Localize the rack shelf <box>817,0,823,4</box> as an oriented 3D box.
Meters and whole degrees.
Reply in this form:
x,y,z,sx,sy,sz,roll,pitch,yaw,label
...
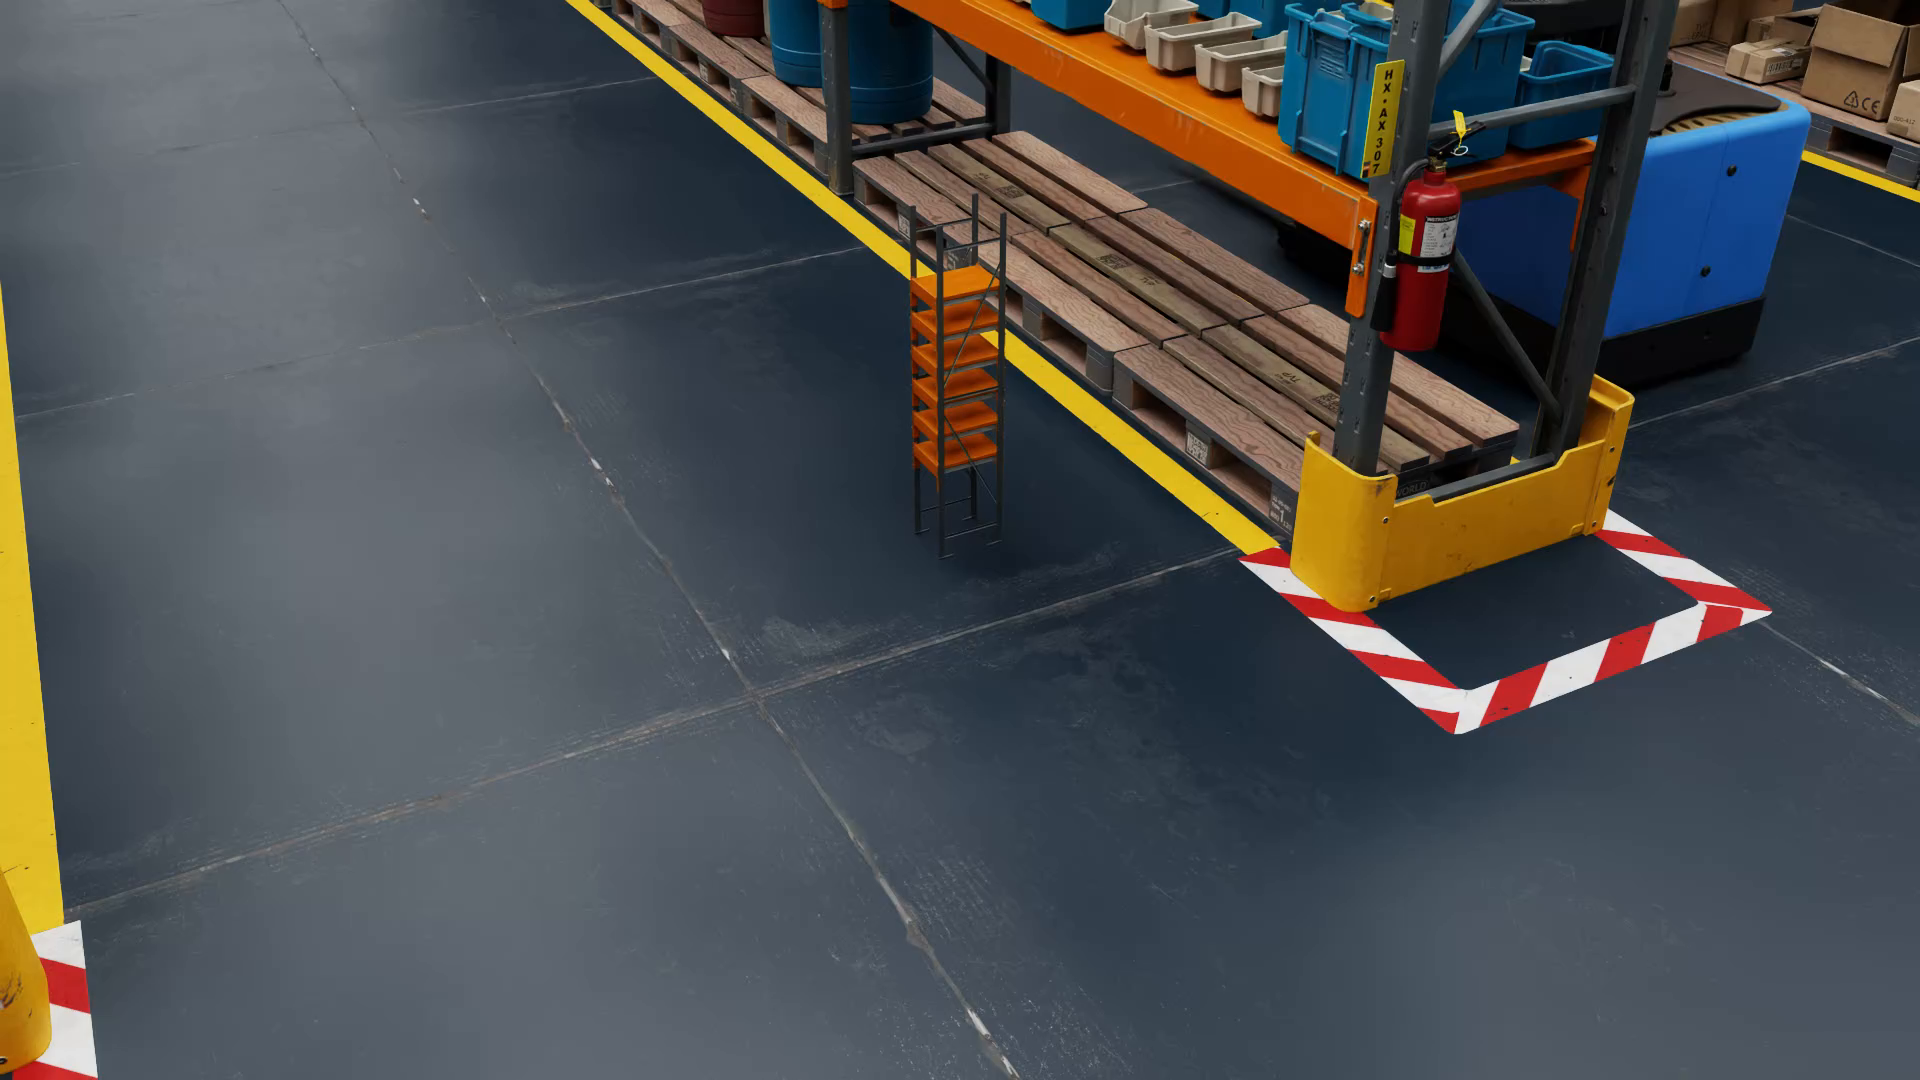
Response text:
x,y,z,sx,sy,sz,roll,pitch,yaw,label
-1.136,-3.812,9.587,1.077,0.370,4.000,-16,36,-23,rack shelf

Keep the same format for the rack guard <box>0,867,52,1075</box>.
x,y,z,sx,sy,sz,roll,pitch,yaw,label
-2.709,1.058,3.635,1.175,0.500,0.348,-16,36,-23,rack guard

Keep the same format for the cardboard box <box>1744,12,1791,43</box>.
x,y,z,sx,sy,sz,roll,pitch,yaw,label
4.924,-3.025,9.926,0.380,0.149,0.250,-16,36,-23,cardboard box

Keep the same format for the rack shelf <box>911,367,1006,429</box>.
x,y,z,sx,sy,sz,roll,pitch,yaw,label
-0.007,-0.475,5.461,0.258,0.103,0.180,-16,36,-23,rack shelf

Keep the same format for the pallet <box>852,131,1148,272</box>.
x,y,z,sx,sy,sz,roll,pitch,yaw,label
0.173,-1.645,8.123,1.003,0.211,1.213,-16,36,-23,pallet

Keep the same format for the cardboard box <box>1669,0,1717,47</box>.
x,y,z,sx,sy,sz,roll,pitch,yaw,label
4.184,-3.203,10.054,0.500,0.311,0.500,-16,36,-23,cardboard box

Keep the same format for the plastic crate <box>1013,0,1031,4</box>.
x,y,z,sx,sy,sz,roll,pitch,yaw,label
0.345,-2.361,6.709,0.437,0.282,0.530,-16,36,-23,plastic crate

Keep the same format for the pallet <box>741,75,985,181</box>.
x,y,z,sx,sy,sz,roll,pitch,yaw,label
-0.527,-2.365,9.246,1.003,0.211,1.213,-16,36,-23,pallet

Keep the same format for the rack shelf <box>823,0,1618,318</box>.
x,y,z,sx,sy,sz,roll,pitch,yaw,label
0.729,-1.903,6.607,1.077,0.370,4.000,-16,36,-23,rack shelf

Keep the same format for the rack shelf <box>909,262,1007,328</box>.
x,y,z,sx,sy,sz,roll,pitch,yaw,label
-0.007,-0.778,5.267,0.258,0.103,0.180,-16,36,-23,rack shelf

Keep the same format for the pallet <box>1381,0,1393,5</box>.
x,y,z,sx,sy,sz,roll,pitch,yaw,label
3.194,-4.192,12.098,1.003,0.211,1.213,-16,36,-23,pallet

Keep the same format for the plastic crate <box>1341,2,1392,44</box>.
x,y,z,sx,sy,sz,roll,pitch,yaw,label
1.530,-1.721,5.756,0.416,0.233,0.300,-16,36,-23,plastic crate

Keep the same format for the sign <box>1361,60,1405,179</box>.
x,y,z,sx,sy,sz,roll,pitch,yaw,label
1.182,-1.174,4.651,0.100,0.325,0.005,-16,36,-23,sign

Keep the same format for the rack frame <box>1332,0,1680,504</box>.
x,y,z,sx,sy,sz,roll,pitch,yaw,label
1.661,-1.252,4.923,1.000,3.000,0.127,-16,36,-23,rack frame

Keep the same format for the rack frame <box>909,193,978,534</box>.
x,y,z,sx,sy,sz,roll,pitch,yaw,label
-0.049,-0.556,5.505,0.240,1.200,0.006,-16,36,-23,rack frame

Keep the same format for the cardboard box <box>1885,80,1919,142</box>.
x,y,z,sx,sy,sz,roll,pitch,yaw,label
5.157,-2.182,8.516,0.500,0.250,0.500,-16,36,-23,cardboard box

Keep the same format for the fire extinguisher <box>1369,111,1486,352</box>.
x,y,z,sx,sy,sz,roll,pitch,yaw,label
1.329,-0.876,4.754,0.296,0.674,0.183,-16,36,-23,fire extinguisher

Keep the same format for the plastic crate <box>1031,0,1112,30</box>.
x,y,z,sx,sy,sz,roll,pitch,yaw,label
0.477,-2.122,6.381,0.416,0.233,0.300,-16,36,-23,plastic crate

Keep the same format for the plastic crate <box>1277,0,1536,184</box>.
x,y,z,sx,sy,sz,roll,pitch,yaw,label
1.340,-1.405,5.074,0.616,0.435,0.499,-16,36,-23,plastic crate

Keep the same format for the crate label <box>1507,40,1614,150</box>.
x,y,z,sx,sy,sz,roll,pitch,yaw,label
1.837,-1.407,5.265,0.416,0.233,0.303,-16,36,-23,crate label

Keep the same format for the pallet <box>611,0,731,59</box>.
x,y,z,sx,sy,sz,roll,pitch,yaw,label
-1.664,-3.530,11.064,1.003,0.211,1.213,-16,36,-23,pallet

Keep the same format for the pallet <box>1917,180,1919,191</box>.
x,y,z,sx,sy,sz,roll,pitch,yaw,label
5.637,-1.738,8.267,1.003,0.211,1.213,-16,36,-23,pallet

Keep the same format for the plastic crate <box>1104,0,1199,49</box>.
x,y,z,sx,sy,sz,roll,pitch,yaw,label
0.692,-1.915,6.147,0.298,0.136,0.250,-16,36,-23,plastic crate

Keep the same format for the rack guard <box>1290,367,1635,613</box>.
x,y,z,sx,sy,sz,roll,pitch,yaw,label
1.684,-0.191,5.585,1.175,0.500,0.348,-16,36,-23,rack guard

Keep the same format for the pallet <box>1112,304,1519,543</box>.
x,y,z,sx,sy,sz,roll,pitch,yaw,label
1.311,-0.481,6.305,1.003,0.211,1.213,-16,36,-23,pallet

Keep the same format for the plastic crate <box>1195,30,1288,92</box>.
x,y,z,sx,sy,sz,roll,pitch,yaw,label
0.998,-1.652,5.736,0.396,0.136,0.243,-16,36,-23,plastic crate

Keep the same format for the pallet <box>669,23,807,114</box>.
x,y,z,sx,sy,sz,roll,pitch,yaw,label
-1.100,-2.948,10.156,1.003,0.211,1.213,-16,36,-23,pallet

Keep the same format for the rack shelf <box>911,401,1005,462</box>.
x,y,z,sx,sy,sz,roll,pitch,yaw,label
-0.007,-0.374,5.526,0.258,0.103,0.180,-16,36,-23,rack shelf

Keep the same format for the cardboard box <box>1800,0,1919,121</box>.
x,y,z,sx,sy,sz,roll,pitch,yaw,label
5.060,-2.644,9.002,0.797,0.503,0.637,-16,36,-23,cardboard box

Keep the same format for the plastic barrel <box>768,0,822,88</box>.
x,y,z,sx,sy,sz,roll,pitch,yaw,label
-0.773,-3.056,9.295,0.600,0.901,0.708,-16,36,-23,plastic barrel

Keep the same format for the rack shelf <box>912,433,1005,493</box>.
x,y,z,sx,sy,sz,roll,pitch,yaw,label
-0.007,-0.273,5.591,0.258,0.103,0.180,-16,36,-23,rack shelf

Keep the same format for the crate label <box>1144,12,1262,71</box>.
x,y,z,sx,sy,sz,roll,pitch,yaw,label
0.847,-1.778,5.934,0.396,0.136,0.243,-16,36,-23,crate label

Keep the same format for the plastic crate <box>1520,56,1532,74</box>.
x,y,z,sx,sy,sz,roll,pitch,yaw,label
1.761,-1.541,5.563,0.250,0.136,0.298,-16,36,-23,plastic crate

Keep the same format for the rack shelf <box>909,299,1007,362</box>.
x,y,z,sx,sy,sz,roll,pitch,yaw,label
-0.007,-0.677,5.332,0.258,0.103,0.180,-16,36,-23,rack shelf

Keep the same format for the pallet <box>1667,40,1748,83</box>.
x,y,z,sx,sy,sz,roll,pitch,yaw,label
4.499,-2.903,10.085,1.003,0.211,1.213,-16,36,-23,pallet

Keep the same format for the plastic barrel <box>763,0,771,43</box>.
x,y,z,sx,sy,sz,roll,pitch,yaw,label
-0.957,-3.184,9.856,0.421,0.512,0.421,0,33,0,plastic barrel

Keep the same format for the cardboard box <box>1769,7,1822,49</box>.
x,y,z,sx,sy,sz,roll,pitch,yaw,label
5.046,-2.899,9.580,0.500,0.311,0.500,-16,36,-23,cardboard box

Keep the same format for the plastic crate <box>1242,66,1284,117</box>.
x,y,z,sx,sy,sz,roll,pitch,yaw,label
1.121,-1.510,5.515,0.396,0.136,0.243,-16,36,-23,plastic crate

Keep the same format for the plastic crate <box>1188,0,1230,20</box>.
x,y,z,sx,sy,sz,roll,pitch,yaw,label
1.083,-2.179,6.470,0.416,0.233,0.300,-16,36,-23,plastic crate

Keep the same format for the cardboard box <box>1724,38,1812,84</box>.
x,y,z,sx,sy,sz,roll,pitch,yaw,label
4.596,-2.732,9.452,0.380,0.166,0.250,-16,36,-23,cardboard box

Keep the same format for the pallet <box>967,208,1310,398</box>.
x,y,z,sx,sy,sz,roll,pitch,yaw,label
0.746,-1.062,7.213,1.003,0.211,1.213,-16,36,-23,pallet

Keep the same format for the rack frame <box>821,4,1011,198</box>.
x,y,z,sx,sy,sz,roll,pitch,yaw,label
-0.204,-3.161,7.903,1.000,3.000,0.127,-16,36,-23,rack frame

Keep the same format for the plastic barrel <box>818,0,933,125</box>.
x,y,z,sx,sy,sz,roll,pitch,yaw,label
-0.442,-2.718,8.768,0.600,0.901,0.708,-16,36,-23,plastic barrel

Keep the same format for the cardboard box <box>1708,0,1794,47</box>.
x,y,z,sx,sy,sz,roll,pitch,yaw,label
4.696,-3.337,10.087,0.500,0.500,0.500,-16,36,-23,cardboard box

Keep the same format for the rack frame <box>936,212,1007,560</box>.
x,y,z,sx,sy,sz,roll,pitch,yaw,label
0.036,-0.468,5.369,0.240,1.200,0.006,-16,36,-23,rack frame

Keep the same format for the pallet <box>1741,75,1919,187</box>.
x,y,z,sx,sy,sz,roll,pitch,yaw,label
5.072,-2.320,9.175,1.003,0.211,1.213,-16,36,-23,pallet

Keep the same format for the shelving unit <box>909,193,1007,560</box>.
x,y,z,sx,sy,sz,roll,pitch,yaw,label
-0.007,-0.512,5.437,0.258,1.200,0.189,-16,36,-23,shelving unit

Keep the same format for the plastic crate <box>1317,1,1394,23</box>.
x,y,z,sx,sy,sz,roll,pitch,yaw,label
1.445,-1.864,6.068,0.250,0.136,0.298,-16,36,-23,plastic crate

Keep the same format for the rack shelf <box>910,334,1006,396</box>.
x,y,z,sx,sy,sz,roll,pitch,yaw,label
-0.007,-0.576,5.396,0.258,0.103,0.180,-16,36,-23,rack shelf

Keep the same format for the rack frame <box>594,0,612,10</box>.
x,y,z,sx,sy,sz,roll,pitch,yaw,label
-2.069,-5.070,10.882,1.000,3.000,0.127,-16,36,-23,rack frame

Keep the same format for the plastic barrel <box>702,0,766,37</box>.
x,y,z,sx,sy,sz,roll,pitch,yaw,label
-1.299,-3.463,10.221,0.600,0.588,0.708,-16,36,-23,plastic barrel

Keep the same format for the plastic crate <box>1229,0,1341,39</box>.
x,y,z,sx,sy,sz,roll,pitch,yaw,label
1.223,-2.036,6.246,0.416,0.233,0.300,-16,36,-23,plastic crate

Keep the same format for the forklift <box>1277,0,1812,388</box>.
x,y,z,sx,sy,sz,roll,pitch,yaw,label
2.158,-2.567,7.040,1.130,2.935,3.031,-15,36,-22,forklift
